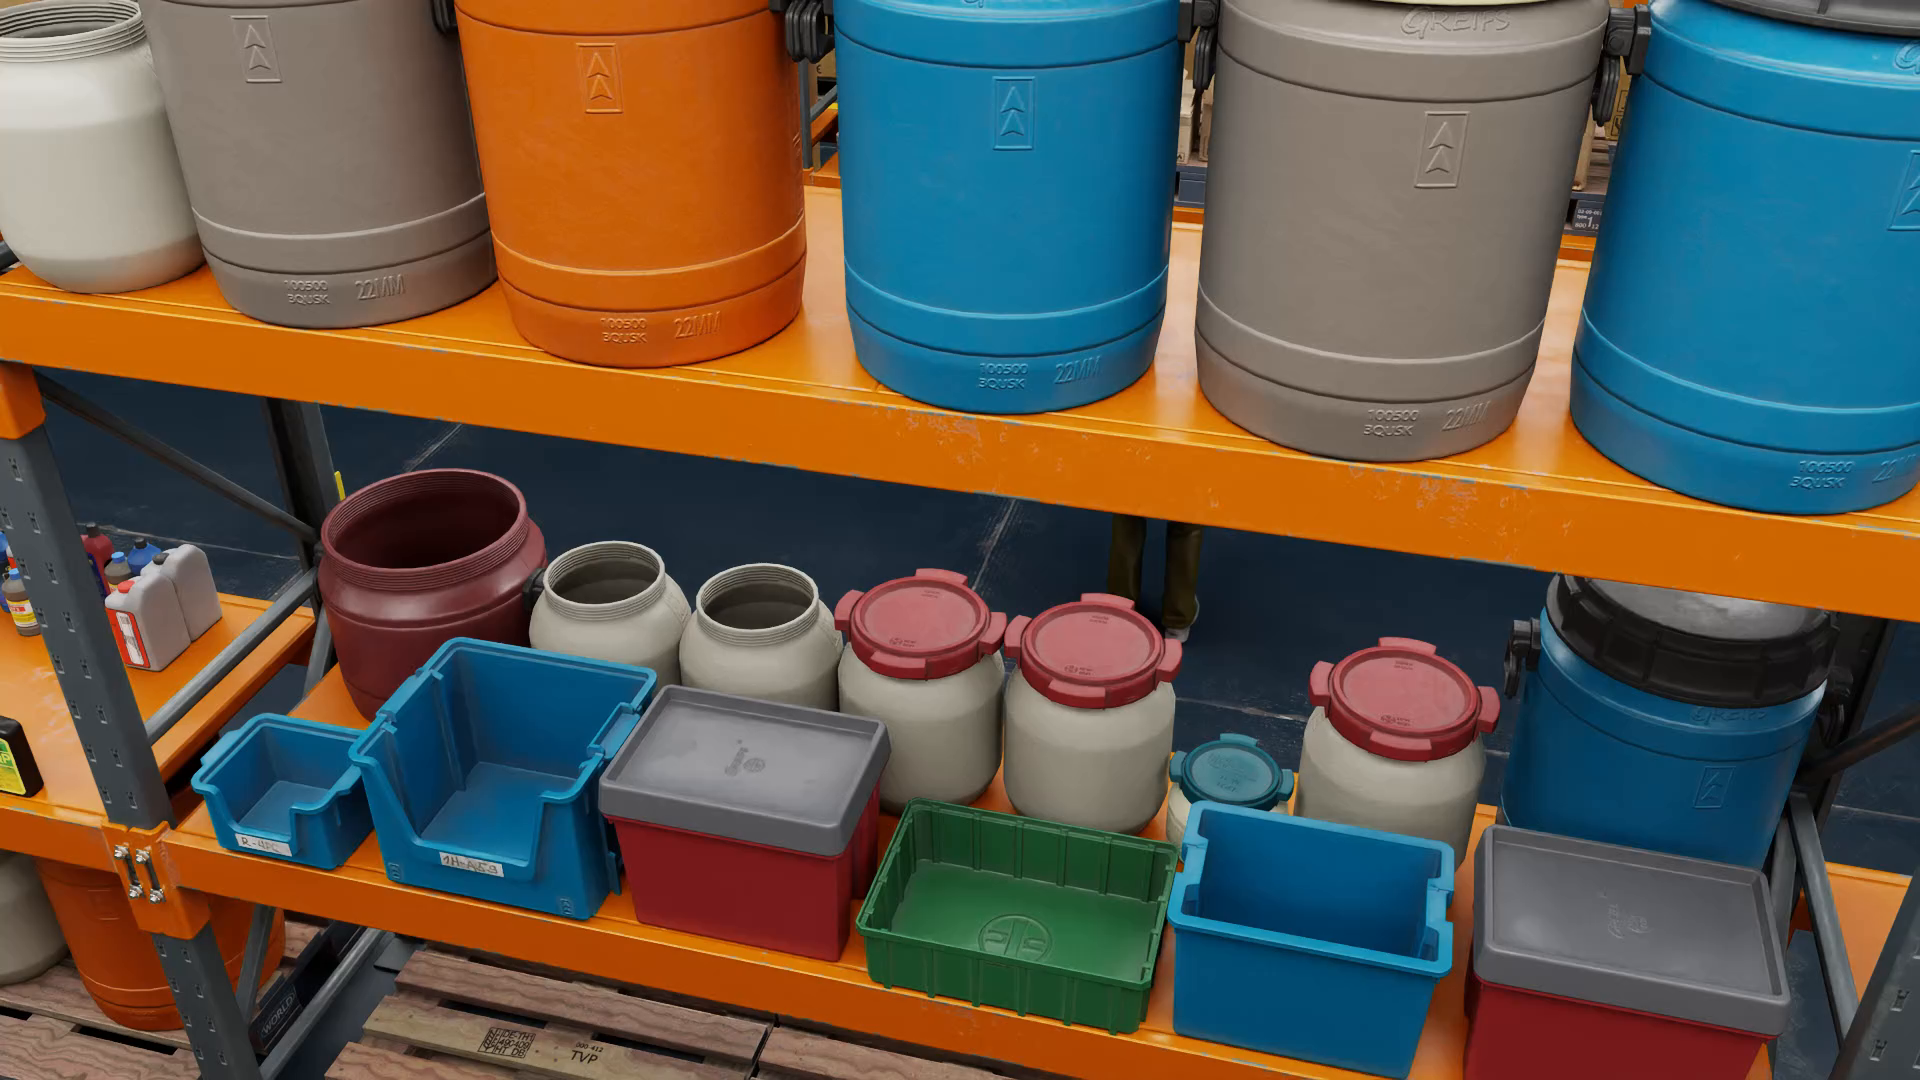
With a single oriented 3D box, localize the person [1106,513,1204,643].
[{"bbox_3d":[0.847,-0.444,6.857,0.529,1.772,0.560,9,33,13],"label":"person"}]
